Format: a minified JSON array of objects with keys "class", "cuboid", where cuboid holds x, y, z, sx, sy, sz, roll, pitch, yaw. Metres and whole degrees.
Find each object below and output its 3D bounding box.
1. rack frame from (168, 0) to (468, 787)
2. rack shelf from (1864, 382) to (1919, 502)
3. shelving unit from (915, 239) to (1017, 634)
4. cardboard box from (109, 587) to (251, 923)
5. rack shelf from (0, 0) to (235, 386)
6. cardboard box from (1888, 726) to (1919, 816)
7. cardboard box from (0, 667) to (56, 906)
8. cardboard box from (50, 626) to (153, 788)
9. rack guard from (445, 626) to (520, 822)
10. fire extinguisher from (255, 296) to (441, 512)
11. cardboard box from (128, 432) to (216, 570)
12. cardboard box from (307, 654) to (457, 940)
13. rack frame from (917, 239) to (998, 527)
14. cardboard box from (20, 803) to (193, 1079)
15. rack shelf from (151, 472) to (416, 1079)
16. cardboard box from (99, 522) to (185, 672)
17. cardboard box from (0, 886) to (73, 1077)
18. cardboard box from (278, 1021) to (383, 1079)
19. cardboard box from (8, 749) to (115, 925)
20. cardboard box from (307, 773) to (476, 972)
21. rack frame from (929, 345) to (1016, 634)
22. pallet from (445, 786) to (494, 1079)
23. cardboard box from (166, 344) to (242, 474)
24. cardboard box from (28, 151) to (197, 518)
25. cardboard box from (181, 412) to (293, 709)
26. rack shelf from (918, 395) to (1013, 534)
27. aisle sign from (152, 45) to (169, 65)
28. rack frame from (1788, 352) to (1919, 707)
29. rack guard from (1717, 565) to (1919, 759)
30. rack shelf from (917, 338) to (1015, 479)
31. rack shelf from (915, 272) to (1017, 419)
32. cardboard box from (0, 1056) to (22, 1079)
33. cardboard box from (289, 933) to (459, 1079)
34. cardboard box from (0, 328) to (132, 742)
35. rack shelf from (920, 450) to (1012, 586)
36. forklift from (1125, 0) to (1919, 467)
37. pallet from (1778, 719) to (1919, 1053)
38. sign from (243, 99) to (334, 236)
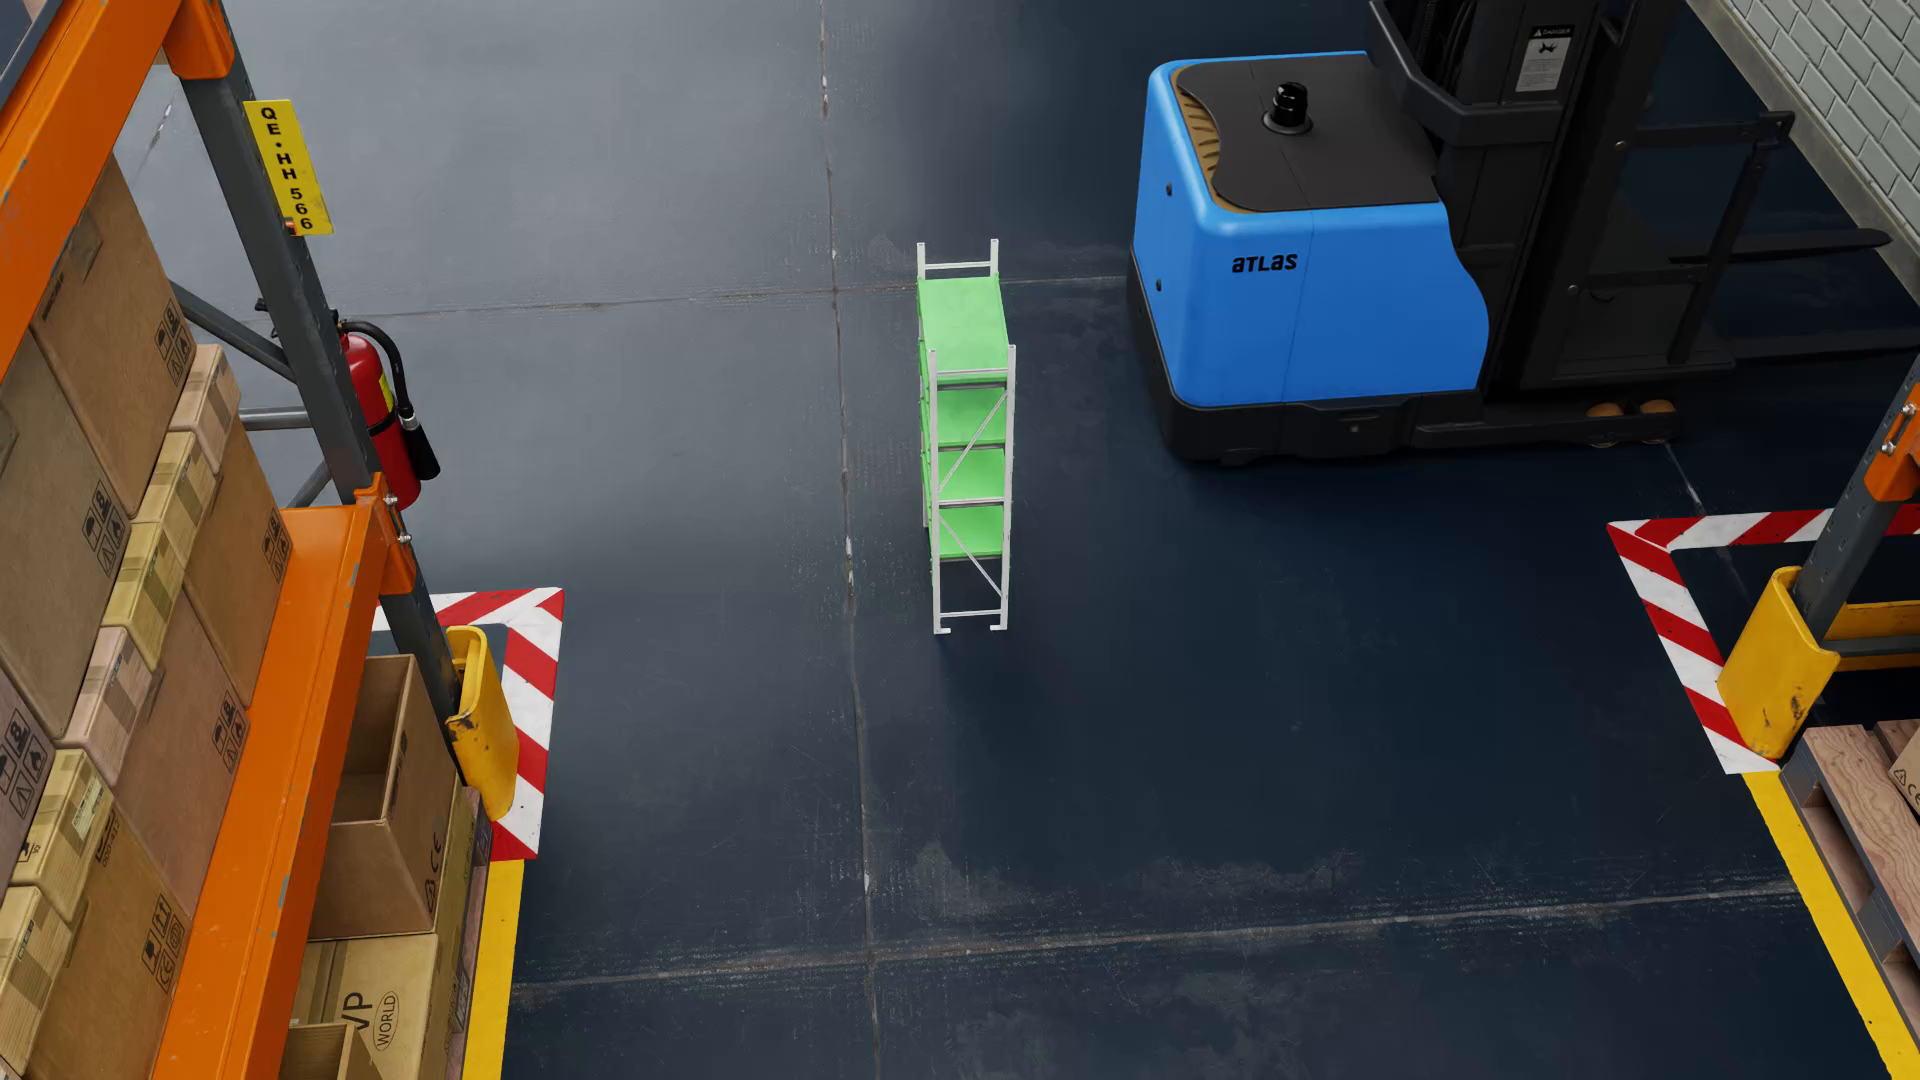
[{"class":"rack frame","cuboid":[-1.935,-0.265,3.935,1.000,3.000,0.127,-3,47,-3]},{"class":"rack shelf","cuboid":[3.168,1.125,3.114,1.077,0.370,4.000,-3,47,-3]},{"class":"shelving unit","cuboid":[0.014,-0.293,5.201,0.258,1.200,0.503,-3,47,-3]},{"class":"cardboard box","cuboid":[-1.860,0.419,3.219,0.700,0.500,0.500,-2,47,-2]},{"class":"rack shelf","cuboid":[-1.768,0.398,1.737,1.077,0.370,4.000,-3,47,-3]},{"class":"cardboard box","cuboid":[2.969,0.710,4.560,0.500,0.311,0.500,-8,47,-8]},{"class":"cardboard box","cuboid":[-1.812,0.376,2.366,0.700,0.500,0.500,-3,47,-3]},{"class":"cardboard box","cuboid":[-1.650,0.299,2.886,0.380,0.149,0.250,-3,47,-3]},{"class":"rack guard","cuboid":[-1.937,0.577,4.859,1.175,0.500,0.348,-3,47,-3]},{"class":"fire extinguisher","cuboid":[-1.482,-0.352,4.071,0.296,0.674,0.183,-3,47,-3]},{"class":"cardboard box","cuboid":[-1.690,-0.069,3.233,0.380,0.149,0.250,-2,47,-2]},{"class":"cardboard box","cuboid":[-1.594,0.648,4.158,0.500,0.500,0.500,-3,47,-3]},{"class":"rack frame","cuboid":[-0.007,-0.469,5.368,0.240,1.200,0.015,-3,47,-3]},{"class":"cardboard box","cuboid":[-1.824,0.778,2.878,0.700,0.500,0.500,-3,47,-3]},{"class":"rack shelf","cuboid":[-1.768,1.429,2.826,1.077,0.370,4.000,-3,47,-3]},{"class":"cardboard box","cuboid":[-1.668,0.116,3.058,0.380,0.149,0.250,-4,47,-4]},{"class":"cardboard box","cuboid":[-1.603,0.679,2.525,0.380,0.149,0.250,-2,47,-2]},{"class":"cardboard box","cuboid":[-1.495,1.371,3.474,0.500,0.500,0.500,-3,47,-3]},{"class":"cardboard box","cuboid":[-1.627,0.489,2.706,0.380,0.149,0.250,-2,47,-2]},{"class":"cardboard box","cuboid":[-1.596,0.906,4.431,0.500,0.250,0.500,-3,47,-3]},{"class":"rack frame","cuboid":[0.034,-0.116,5.034,0.240,1.200,0.015,-3,47,-3]},{"class":"pallet","cuboid":[-1.829,1.244,4.426,1.003,0.211,1.213,-3,47,-3]},{"class":"cardboard box","cuboid":[-1.713,-0.258,3.413,0.380,0.149,0.250,-4,47,-4]},{"class":"cardboard box","cuboid":[-1.904,-0.369,3.071,0.700,0.500,0.500,-3,47,-3]},{"class":"cardboard box","cuboid":[-1.909,0.039,3.578,0.700,0.500,0.500,-3,47,-3]},{"class":"rack shelf","cuboid":[0.014,-0.249,5.247,0.258,0.148,0.480,-3,47,-3]},{"class":"aisle sign","cuboid":[-1.648,-1.225,3.053,0.394,0.787,0.004,-3,47,-3]},{"class":"rack frame","cuboid":[3.001,-0.569,4.223,1.000,3.000,0.127,-3,47,-3]},{"class":"rack guard","cuboid":[3.007,0.345,5.078,1.175,0.500,0.348,-3,47,-3]},{"class":"rack shelf","cuboid":[0.014,-0.414,5.073,0.258,0.148,0.480,-3,47,-3]},{"class":"rack shelf","cuboid":[0.014,-0.579,4.899,0.258,0.148,0.480,-3,47,-3]},{"class":"cardboard box","cuboid":[-1.581,0.864,2.350,0.380,0.149,0.250,-4,47,-4]},{"class":"cardboard box","cuboid":[-1.542,1.267,4.089,0.500,0.250,0.500,-3,47,-3]},{"class":"cardboard box","cuboid":[-1.855,0.011,2.711,0.700,0.500,0.500,-5,47,-4]},{"class":"rack shelf","cuboid":[0.014,-0.084,5.422,0.258,0.148,0.480,-3,47,-3]},{"class":"forklift","cuboid":[2.202,-1.725,5.365,3.031,2.935,1.130,-4,47,-4]},{"class":"pallet","cuboid":[3.040,1.035,4.625,1.003,0.211,1.213,-3,47,-3]},{"class":"sign","cuboid":[-1.393,-0.768,3.451,0.100,0.325,0.005,-3,47,-3]}]
